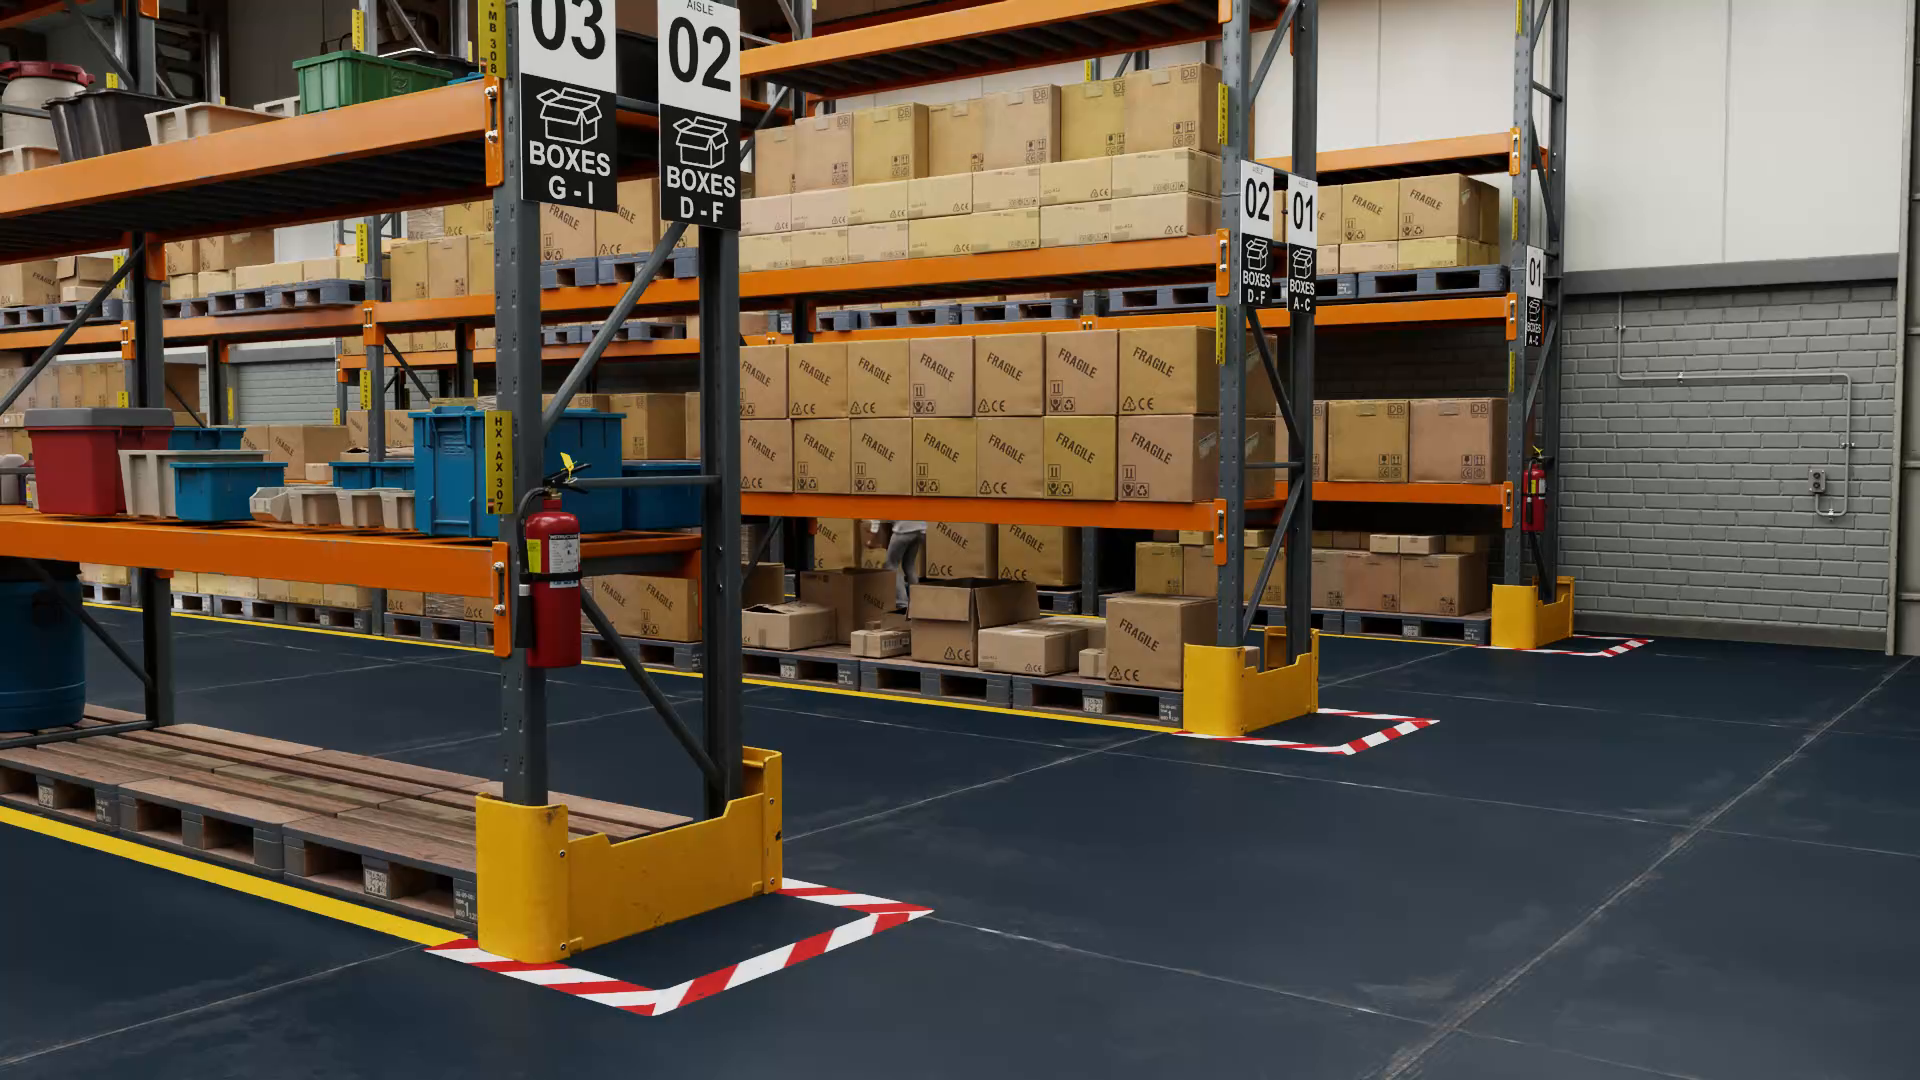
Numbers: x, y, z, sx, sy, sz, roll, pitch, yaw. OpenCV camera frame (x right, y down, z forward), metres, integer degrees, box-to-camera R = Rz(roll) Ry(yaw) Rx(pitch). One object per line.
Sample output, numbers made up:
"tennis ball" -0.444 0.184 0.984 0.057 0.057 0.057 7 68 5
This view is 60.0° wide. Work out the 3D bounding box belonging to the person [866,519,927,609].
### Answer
"person" -0.601 -0.020 15.768 0.598 1.480 0.378 2 4 36
